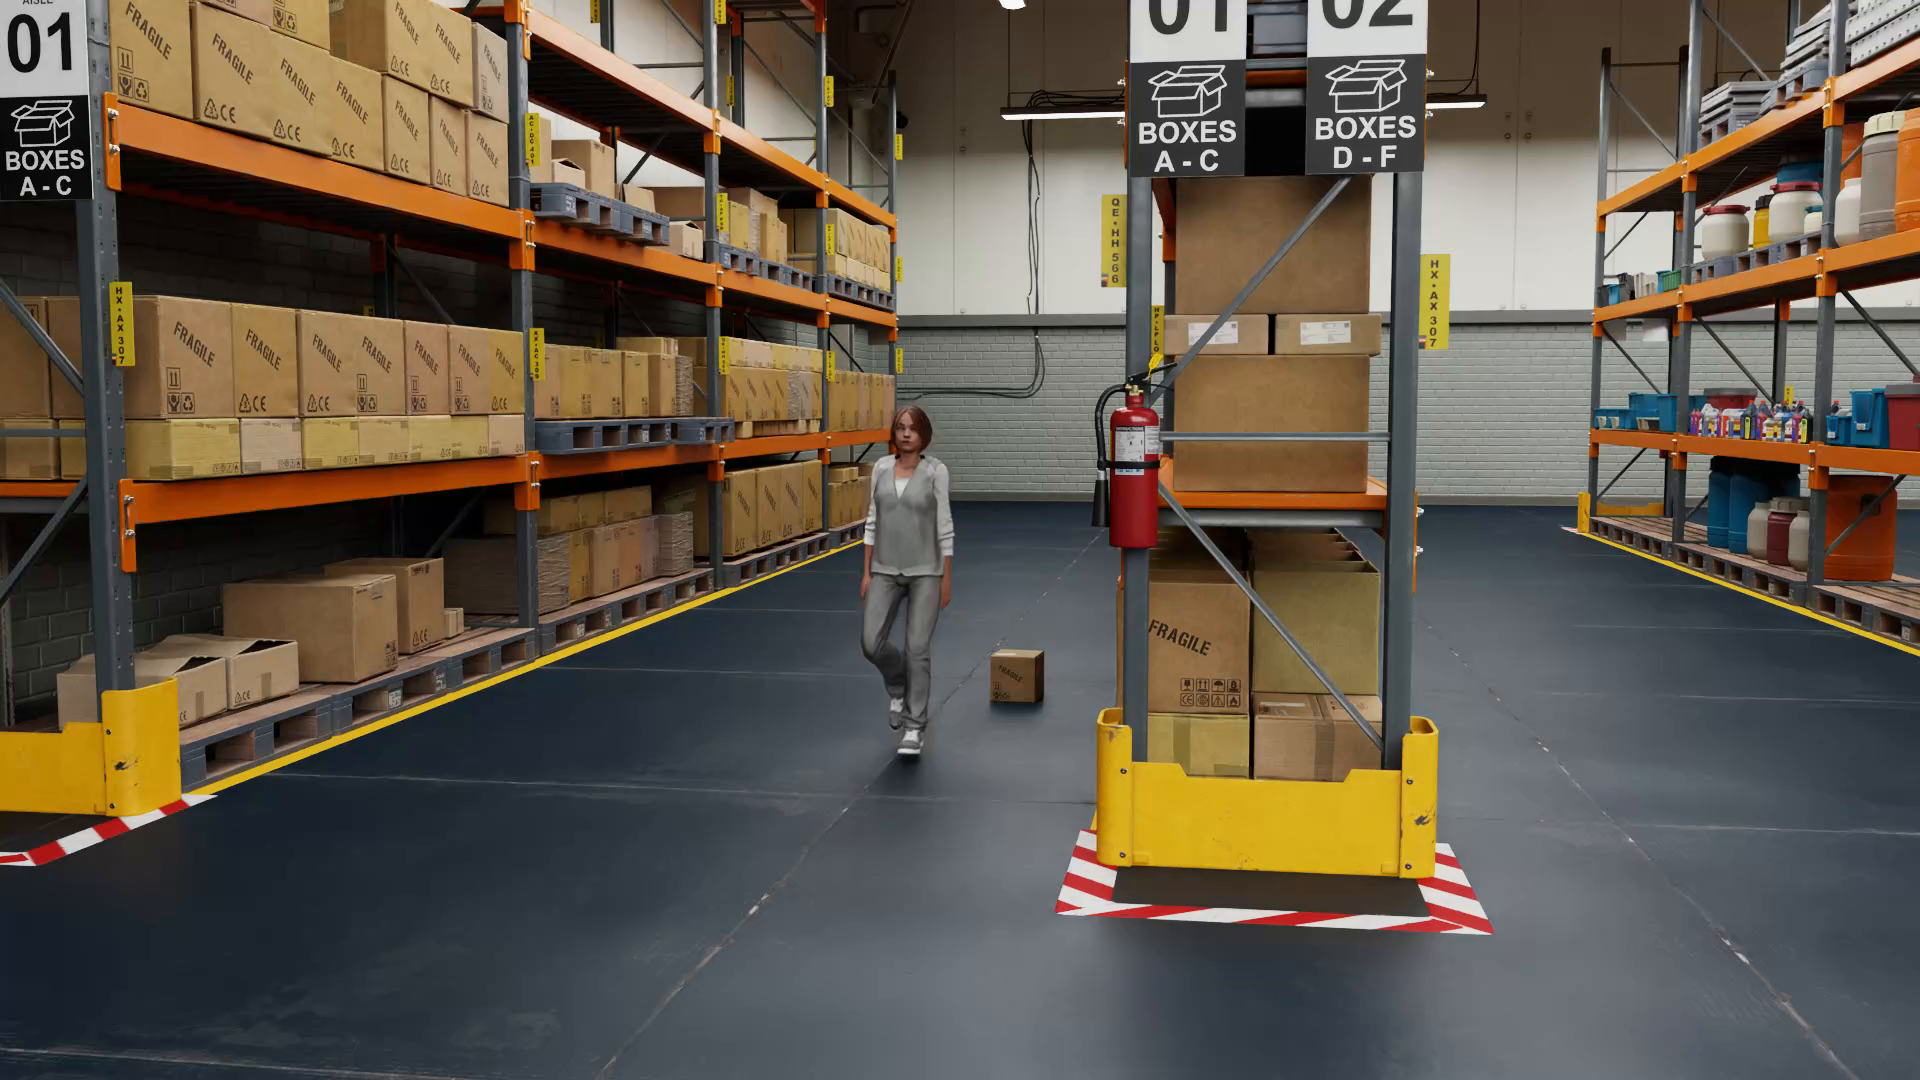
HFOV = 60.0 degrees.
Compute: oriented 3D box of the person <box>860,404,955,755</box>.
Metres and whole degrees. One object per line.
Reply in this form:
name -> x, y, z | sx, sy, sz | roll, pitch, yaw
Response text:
person -> -0.243, 0.175, 7.658 | 0.448, 1.594, 0.465 | 1, 5, 14
